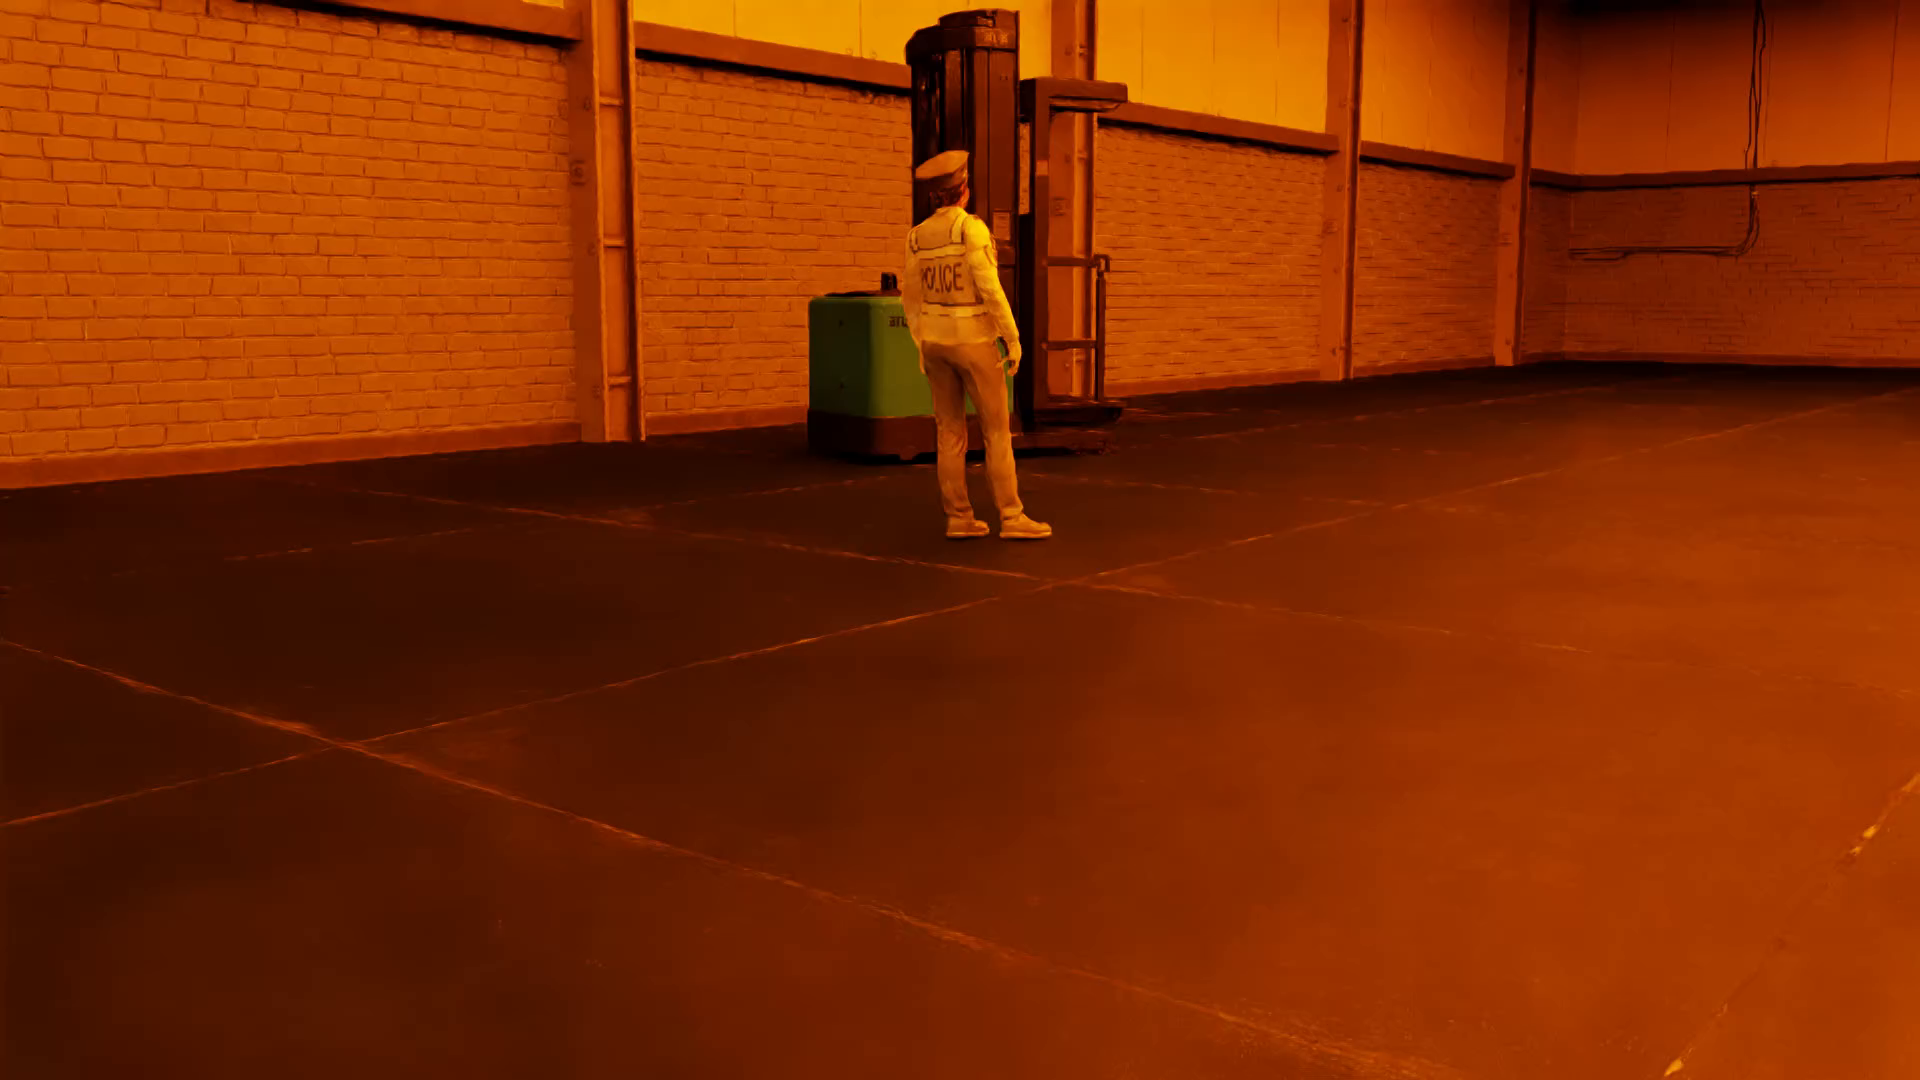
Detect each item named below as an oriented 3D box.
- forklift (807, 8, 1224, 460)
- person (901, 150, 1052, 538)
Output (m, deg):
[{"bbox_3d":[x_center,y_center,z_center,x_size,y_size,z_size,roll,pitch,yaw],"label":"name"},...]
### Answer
[{"bbox_3d":[0.482,-2.096,11.605,3.031,2.935,1.130,-5,10,-31],"label":"forklift"},{"bbox_3d":[0.048,-0.853,7.329,0.586,1.695,0.532,7,11,38],"label":"person"}]
